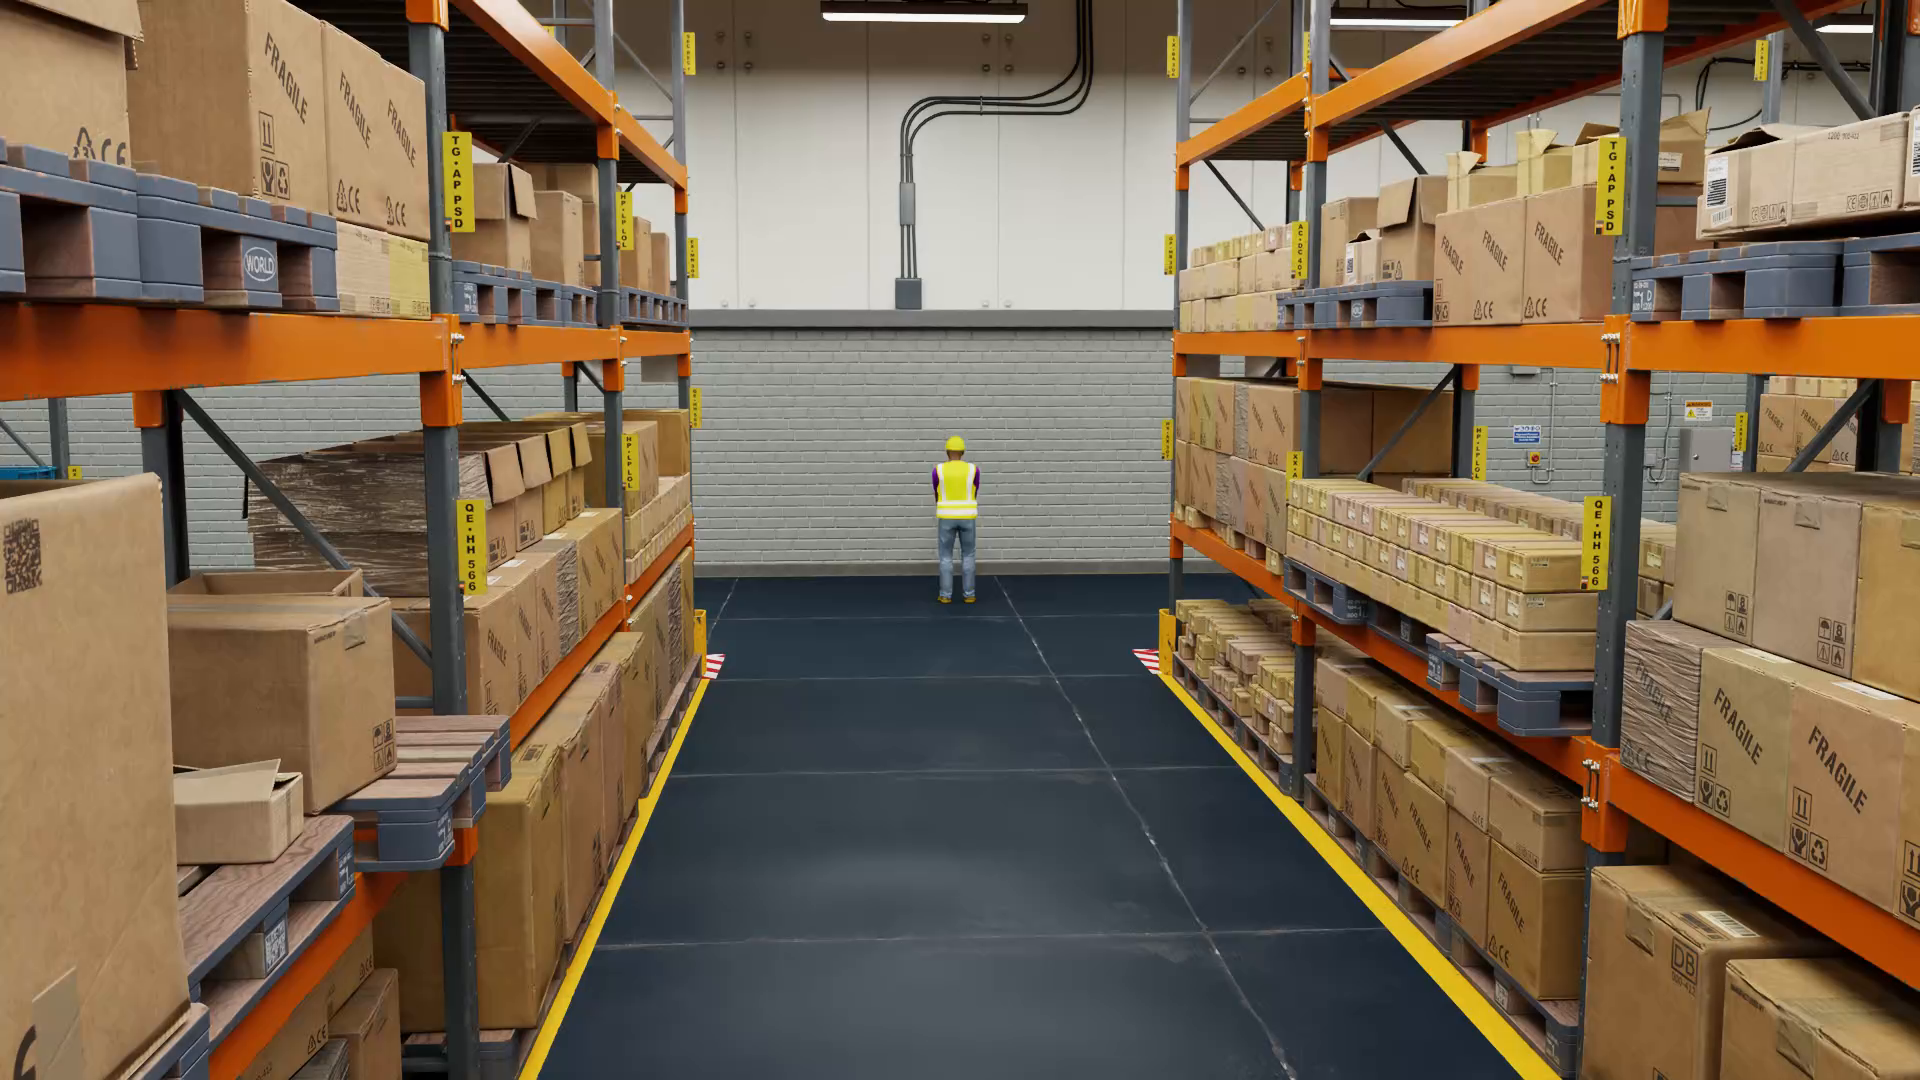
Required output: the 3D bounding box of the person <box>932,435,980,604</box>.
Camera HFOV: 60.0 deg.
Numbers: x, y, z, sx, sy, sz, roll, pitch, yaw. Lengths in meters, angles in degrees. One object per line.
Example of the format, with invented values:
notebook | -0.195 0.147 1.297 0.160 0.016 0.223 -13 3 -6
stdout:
person | -0.050 -0.231 17.585 0.505 1.763 0.559 0 7 -4
